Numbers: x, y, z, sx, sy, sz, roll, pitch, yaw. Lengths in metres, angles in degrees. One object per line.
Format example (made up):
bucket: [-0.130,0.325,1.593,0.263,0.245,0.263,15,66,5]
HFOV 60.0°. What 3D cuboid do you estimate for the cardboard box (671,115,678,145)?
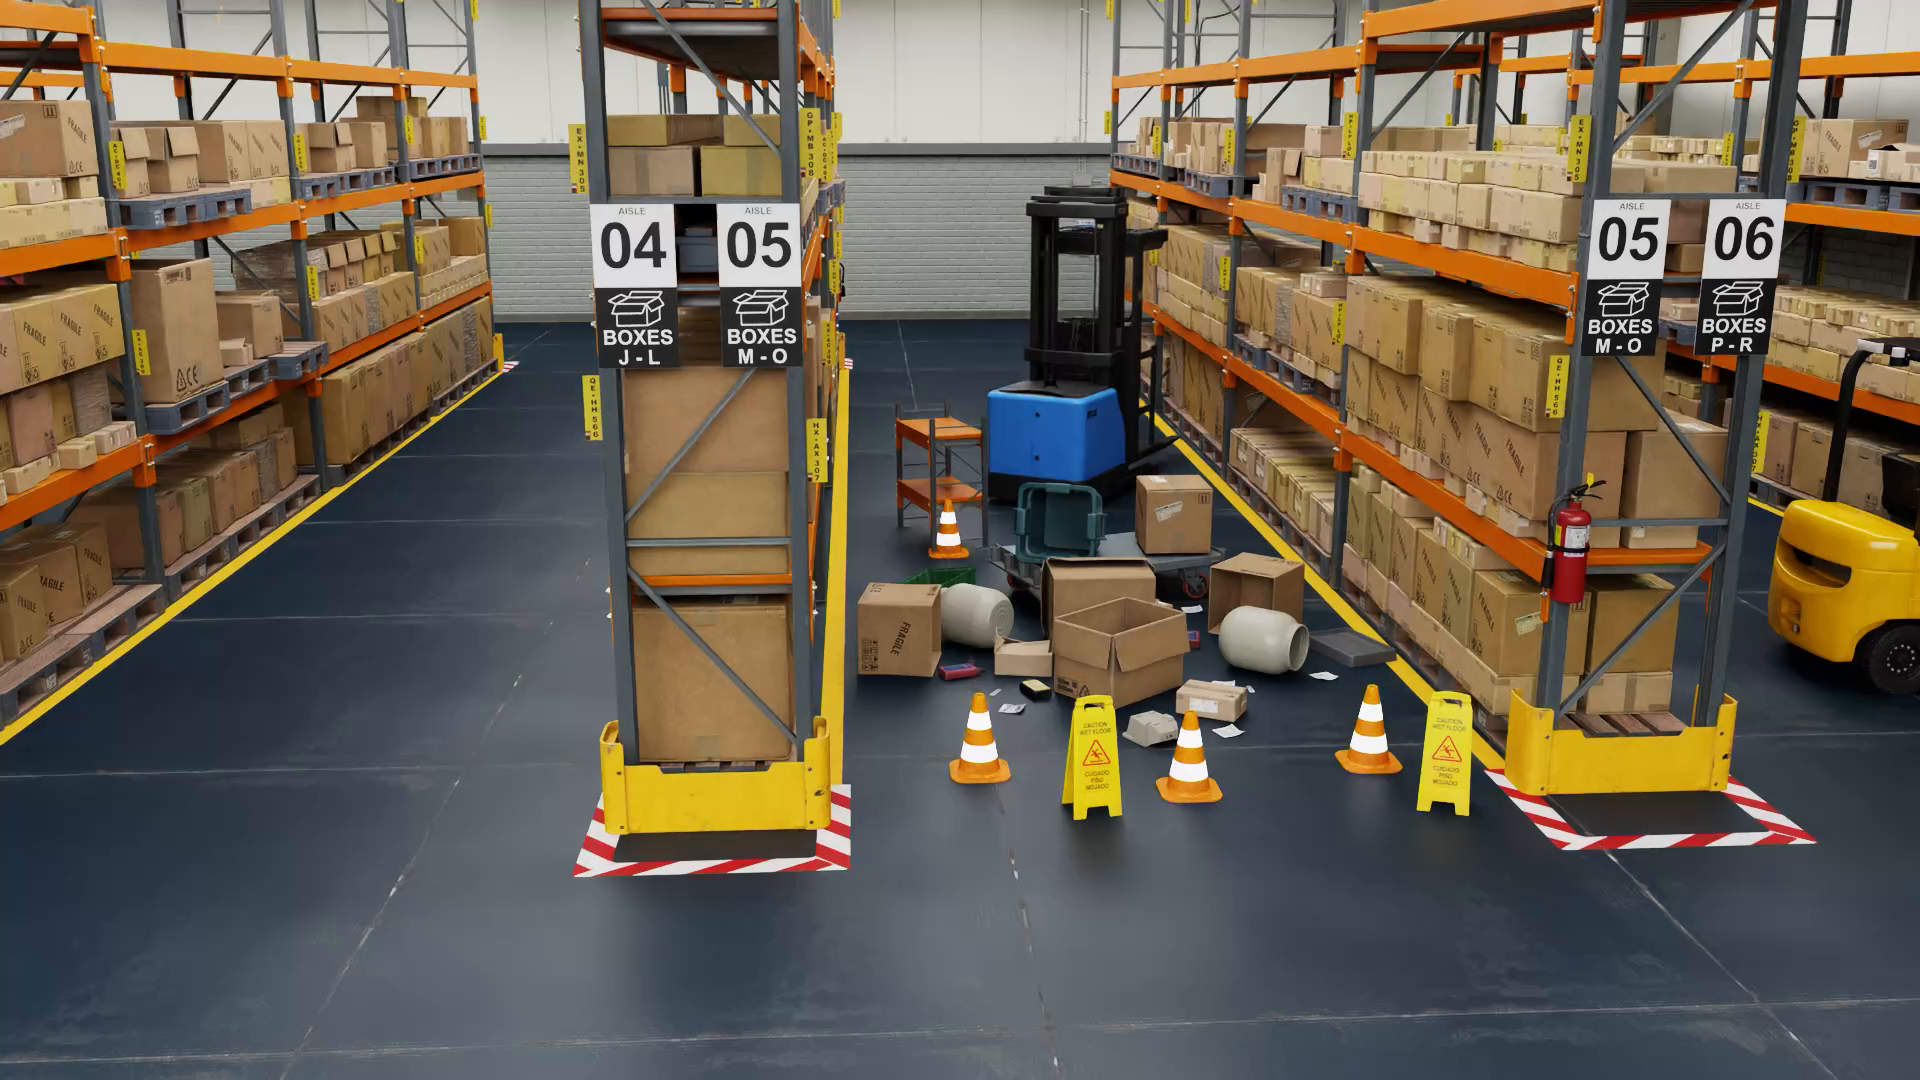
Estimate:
cardboard box: [-1.646,-2.095,8.490,0.380,0.149,0.250,-1,14,-3]

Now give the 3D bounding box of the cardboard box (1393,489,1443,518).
cardboard box: [3.182,-0.253,11.359,0.380,0.149,0.250,0,14,0]

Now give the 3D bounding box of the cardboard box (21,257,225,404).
cardboard box: [-6.387,-1.622,12.765,1.000,1.000,1.000,-1,14,-3]

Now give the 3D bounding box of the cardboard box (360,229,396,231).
cardboard box: [-7.295,-3.588,20.650,0.500,0.500,0.500,-1,14,-3]

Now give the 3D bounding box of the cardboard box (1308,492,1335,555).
cardboard box: [3.379,-0.143,13.492,0.950,0.372,0.625,-1,14,-3]

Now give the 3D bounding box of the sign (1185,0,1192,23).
sign: [3.213,-7.467,23.455,0.100,0.325,0.005,-1,14,-3]

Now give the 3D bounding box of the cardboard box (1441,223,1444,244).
cardboard box: [3.283,-1.947,10.559,0.380,0.149,0.250,-1,14,-3]

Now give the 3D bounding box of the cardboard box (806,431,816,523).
cardboard box: [-1.306,-0.427,9.866,0.875,0.550,0.550,-1,14,-3]

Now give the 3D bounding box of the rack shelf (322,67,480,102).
rack shelf: [-7.097,-5.779,21.174,1.077,0.370,4.000,-1,14,-3]

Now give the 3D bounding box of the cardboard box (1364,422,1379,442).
cardboard box: [3.180,-0.815,12.177,0.380,0.149,0.250,0,14,-2]

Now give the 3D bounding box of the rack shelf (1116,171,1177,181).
rack shelf: [2.794,-4.768,22.068,0.919,0.124,3.809,-1,14,-3]

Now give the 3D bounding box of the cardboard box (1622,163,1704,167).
cardboard box: [3.812,-1.958,9.001,0.380,0.149,0.250,-1,14,-4]

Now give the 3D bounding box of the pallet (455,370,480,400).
pallet: [-7.021,-2.062,22.118,1.003,0.211,1.213,-1,14,-3]

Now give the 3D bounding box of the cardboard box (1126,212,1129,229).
cardboard box: [2.494,-4.219,22.695,0.500,0.500,0.500,-1,14,-4]

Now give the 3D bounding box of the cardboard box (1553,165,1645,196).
cardboard box: [3.346,-1.884,8.712,0.380,0.149,0.250,-1,14,-3]

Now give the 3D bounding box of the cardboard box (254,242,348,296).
cardboard box: [-6.792,-2.802,17.183,0.797,0.503,0.637,-1,14,-2]

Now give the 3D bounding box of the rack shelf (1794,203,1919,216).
rack shelf: [8.244,-2.856,14.637,0.919,0.124,3.809,-1,14,-3]

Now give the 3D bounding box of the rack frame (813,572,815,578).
rack frame: [-1.524,-0.980,12.316,0.949,2.616,0.053,-1,14,-3]

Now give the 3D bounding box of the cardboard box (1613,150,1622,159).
cardboard box: [7.566,-4.334,18.792,0.380,0.149,0.250,-1,14,-2]

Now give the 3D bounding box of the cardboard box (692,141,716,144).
cardboard box: [-1.642,-2.128,9.418,0.500,0.250,0.500,-1,14,-4]

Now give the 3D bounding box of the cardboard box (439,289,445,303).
cardboard box: [-6.711,-3.072,20.948,0.380,0.149,0.250,-1,14,-5]

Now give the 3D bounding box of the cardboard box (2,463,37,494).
cardboard box: [-6.092,-0.385,10.506,0.380,0.149,0.250,-1,14,-3]

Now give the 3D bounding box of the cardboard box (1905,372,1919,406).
cardboard box: [8.075,-1.208,13.502,0.500,0.250,0.500,-1,14,-2]

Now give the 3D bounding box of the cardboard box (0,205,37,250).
cardboard box: [-6.130,-1.943,10.338,0.500,0.250,0.500,-1,14,-4]

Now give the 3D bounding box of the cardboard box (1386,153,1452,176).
cardboard box: [3.160,-2.585,11.439,0.380,0.149,0.250,-1,14,-5]

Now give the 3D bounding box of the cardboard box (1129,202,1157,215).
cardboard box: [2.470,-4.434,22.231,0.380,0.149,0.250,-1,14,-5]

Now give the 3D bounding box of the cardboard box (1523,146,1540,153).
cardboard box: [7.549,-4.918,21.306,0.500,0.250,0.500,-1,14,-5]

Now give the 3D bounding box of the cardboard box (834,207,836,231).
cardboard box: [-1.849,-4.017,21.314,0.500,0.500,0.500,-1,14,-3]

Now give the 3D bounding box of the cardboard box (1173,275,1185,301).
cardboard box: [2.729,-2.872,18.966,0.500,0.250,0.500,-1,14,-3]

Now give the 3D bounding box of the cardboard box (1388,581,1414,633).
cardboard box: [3.260,0.462,11.386,0.500,0.250,0.500,-1,14,-4]

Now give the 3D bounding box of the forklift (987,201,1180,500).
forklift: [1.378,-1.996,16.579,1.129,2.843,3.031,8,16,27]

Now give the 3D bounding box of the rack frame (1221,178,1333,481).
rack frame: [3.166,-2.076,16.577,1.000,3.000,0.127,-1,14,-3]

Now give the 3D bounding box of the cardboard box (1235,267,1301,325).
cardboard box: [2.963,-2.357,16.026,0.500,0.500,0.500,-1,14,-5]

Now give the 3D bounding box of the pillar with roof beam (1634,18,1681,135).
pillar with roof beam: [4.432,-6.175,20.466,9.100,9.000,0.400,-1,14,-3]

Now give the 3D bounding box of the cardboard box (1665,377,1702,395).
cardboard box: [7.788,-1.647,17.781,0.380,0.149,0.250,-2,15,-6]

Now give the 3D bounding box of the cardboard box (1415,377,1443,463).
cardboard box: [3.286,-0.785,10.762,0.500,0.500,0.500,-1,14,-3]

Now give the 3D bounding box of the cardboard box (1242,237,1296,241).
cardboard box: [3.322,-2.988,17.911,0.500,0.500,0.500,0,14,-2]

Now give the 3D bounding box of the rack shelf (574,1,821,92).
rack shelf: [-1.397,-2.846,9.775,1.077,0.370,4.000,-1,14,-3]

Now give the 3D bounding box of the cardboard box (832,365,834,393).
cardboard box: [-1.619,-1.755,17.998,0.500,0.250,0.500,-1,14,-3]

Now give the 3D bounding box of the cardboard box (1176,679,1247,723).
cardboard box: [1.564,0.999,10.344,0.380,0.149,0.250,7,16,26]

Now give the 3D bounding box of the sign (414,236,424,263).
sign: [-6.432,-3.451,19.756,0.100,0.325,0.005,-1,14,-3]

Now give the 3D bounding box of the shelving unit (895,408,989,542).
shelving unit: [-0.165,-0.576,14.441,0.538,0.981,1.030,-5,13,-18]

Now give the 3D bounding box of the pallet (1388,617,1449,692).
pallet: [3.569,0.739,11.229,1.003,0.211,1.213,-1,14,-3]

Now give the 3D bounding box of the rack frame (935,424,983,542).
rack frame: [-0.005,-0.472,13.970,0.475,0.981,0.013,-5,13,-18]

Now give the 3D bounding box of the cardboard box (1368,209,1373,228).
cardboard box: [3.511,-2.014,10.818,0.858,0.149,2.833,-1,14,-4]

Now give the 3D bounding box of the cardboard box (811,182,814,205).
cardboard box: [-1.084,-2.098,10.101,0.380,0.149,0.250,-1,14,-4]

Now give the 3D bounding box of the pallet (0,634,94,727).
pallet: [-6.322,0.892,10.634,1.003,0.211,1.213,-1,14,-3]

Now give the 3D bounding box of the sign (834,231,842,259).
sign: [-1.463,-3.540,19.941,0.100,0.325,0.005,-1,14,-3]

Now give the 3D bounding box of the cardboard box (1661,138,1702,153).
cardboard box: [7.741,-4.212,17.762,0.380,0.149,0.250,-1,14,-5]

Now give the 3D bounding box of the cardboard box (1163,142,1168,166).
cardboard box: [2.600,-4.532,19.529,0.396,0.266,0.258,-1,14,-4]

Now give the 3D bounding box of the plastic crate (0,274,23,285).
plastic crate: [-11.722,-3.128,20.414,0.402,0.464,0.583,-1,14,-3]

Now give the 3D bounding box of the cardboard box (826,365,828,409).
cardboard box: [-1.317,-1.289,13.316,0.500,0.500,0.500,-1,14,-3]

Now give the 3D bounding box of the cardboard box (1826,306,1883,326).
cardboard box: [7.922,-1.985,14.720,0.380,0.149,0.250,-1,14,-5]

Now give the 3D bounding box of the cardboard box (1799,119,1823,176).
cardboard box: [8.052,-3.599,15.231,0.700,0.500,0.500,-1,14,-5]

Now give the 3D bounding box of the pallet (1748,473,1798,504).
pallet: [8.132,-0.598,16.428,1.003,0.211,1.213,-1,14,-3]

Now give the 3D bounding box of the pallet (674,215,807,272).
pallet: [-1.329,-1.579,8.803,1.003,0.211,1.213,-1,14,-3]

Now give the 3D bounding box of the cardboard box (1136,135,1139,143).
cardboard box: [2.788,-5.587,23.460,0.500,0.250,0.500,-2,15,-9]

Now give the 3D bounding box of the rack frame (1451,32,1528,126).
rack frame: [7.624,-7.049,23.864,1.000,3.000,0.127,-1,14,-3]

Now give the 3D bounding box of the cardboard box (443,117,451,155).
cardboard box: [-7.221,-5.396,22.214,0.700,0.500,0.500,-1,14,-5]
